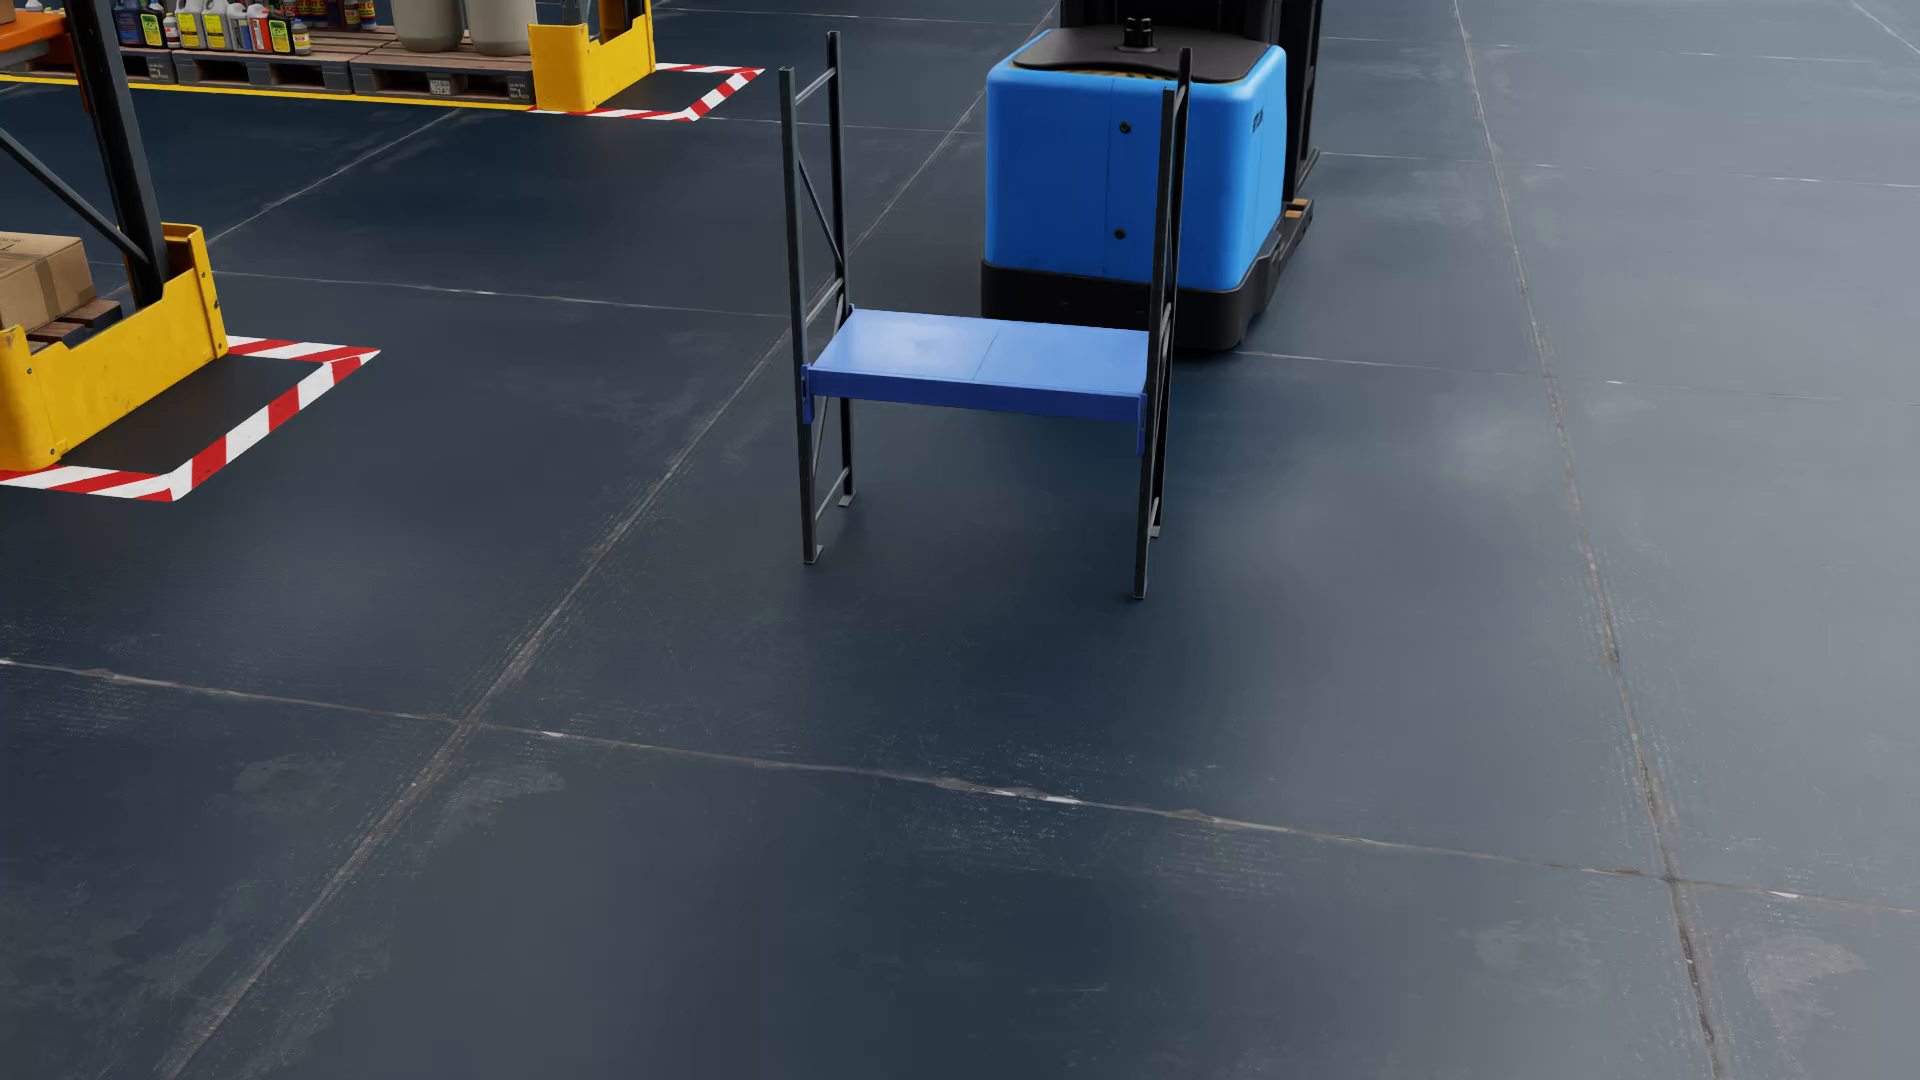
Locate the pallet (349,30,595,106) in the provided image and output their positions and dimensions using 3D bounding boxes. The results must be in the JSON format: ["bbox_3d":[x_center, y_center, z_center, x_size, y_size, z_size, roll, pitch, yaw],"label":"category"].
[{"bbox_3d":[-3.054,-3.006,10.521,1.213,0.211,1.003,6,29,11],"label":"pallet"}]

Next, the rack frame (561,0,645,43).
[{"bbox_3d":[-2.177,-4.160,9.724,0.127,3.000,1.000,6,29,11],"label":"rack frame"}]

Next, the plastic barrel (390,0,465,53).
[{"bbox_3d":[-3.327,-3.333,10.368,0.421,0.512,0.421,0,29,0],"label":"plastic barrel"}]

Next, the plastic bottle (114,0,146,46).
[{"bbox_3d":[-5.201,-3.297,10.449,0.185,0.351,0.144,5,29,8],"label":"plastic bottle"}]

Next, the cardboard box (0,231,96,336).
[{"bbox_3d":[-3.693,-0.970,6.325,0.500,0.250,0.500,6,29,11],"label":"cardboard box"}]

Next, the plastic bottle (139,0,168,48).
[{"bbox_3d":[-5.049,-3.231,10.399,0.133,0.283,0.061,7,30,13],"label":"plastic bottle"}]

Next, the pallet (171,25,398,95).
[{"bbox_3d":[-4.244,-3.129,10.746,1.213,0.211,1.003,6,29,11],"label":"pallet"}]

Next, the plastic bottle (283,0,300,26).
[{"bbox_3d":[-4.415,-3.508,10.989,0.097,0.201,0.097,0,29,0],"label":"plastic bottle"}]

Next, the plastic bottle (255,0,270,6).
[{"bbox_3d":[-4.616,-3.528,11.027,0.097,0.201,0.097,0,29,0],"label":"plastic bottle"}]

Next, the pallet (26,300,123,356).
[{"bbox_3d":[-3.972,-0.668,6.250,1.213,0.211,1.003,6,29,11],"label":"pallet"}]

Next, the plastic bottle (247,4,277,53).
[{"bbox_3d":[-4.305,-3.174,10.303,0.135,0.276,0.152,6,29,11],"label":"plastic bottle"}]

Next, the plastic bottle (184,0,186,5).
[{"bbox_3d":[-5.211,-3.643,11.082,0.185,0.351,0.144,4,29,8],"label":"plastic bottle"}]

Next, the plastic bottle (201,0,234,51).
[{"bbox_3d":[-4.604,-3.236,10.337,0.185,0.351,0.144,7,29,13],"label":"plastic bottle"}]

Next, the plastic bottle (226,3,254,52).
[{"bbox_3d":[-4.441,-3.188,10.328,0.135,0.276,0.152,5,29,9],"label":"plastic bottle"}]

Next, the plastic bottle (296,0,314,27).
[{"bbox_3d":[-4.318,-3.528,10.954,0.097,0.271,0.097,0,29,0],"label":"plastic bottle"}]

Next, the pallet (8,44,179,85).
[{"bbox_3d":[-5.441,-3.251,10.968,1.213,0.211,1.003,6,29,11],"label":"pallet"}]

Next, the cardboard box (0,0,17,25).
[{"bbox_3d":[-3.669,-1.931,5.549,0.500,0.500,0.700,6,29,11],"label":"cardboard box"}]

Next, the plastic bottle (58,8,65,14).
[{"bbox_3d":[-5.670,-3.268,10.552,0.097,0.201,0.097,0,29,0],"label":"plastic bottle"}]

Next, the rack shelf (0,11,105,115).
[{"bbox_3d":[-5.171,-1.719,6.015,4.000,0.370,1.077,6,29,11],"label":"rack shelf"}]

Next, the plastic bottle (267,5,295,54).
[{"bbox_3d":[-4.183,-3.143,10.237,0.133,0.283,0.061,7,29,12],"label":"plastic bottle"}]

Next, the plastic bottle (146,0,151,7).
[{"bbox_3d":[-5.429,-3.595,10.993,0.185,0.351,0.144,6,29,11],"label":"plastic bottle"}]

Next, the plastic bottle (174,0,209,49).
[{"bbox_3d":[-4.786,-3.254,10.371,0.185,0.351,0.144,6,29,10],"label":"plastic bottle"}]

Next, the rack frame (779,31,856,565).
[{"bbox_3d":[-0.414,-0.700,4.967,0.032,1.500,0.500,6,29,11],"label":"rack frame"}]

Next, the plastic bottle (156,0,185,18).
[{"bbox_3d":[-5.217,-3.539,10.968,0.135,0.276,0.152,6,29,11],"label":"plastic bottle"}]

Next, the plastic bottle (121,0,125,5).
[{"bbox_3d":[-5.356,-3.384,10.607,0.185,0.351,0.144,6,29,11],"label":"plastic bottle"}]

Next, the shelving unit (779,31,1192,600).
[{"bbox_3d":[0.083,-0.649,4.874,1.048,1.500,0.538,6,29,11],"label":"shelving unit"}]

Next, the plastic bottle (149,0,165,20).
[{"bbox_3d":[-5.050,-3.265,10.473,0.097,0.271,0.097,0,29,0],"label":"plastic bottle"}]

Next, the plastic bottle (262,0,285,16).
[{"bbox_3d":[-4.284,-3.228,10.393,0.133,0.283,0.061,6,29,11],"label":"plastic bottle"}]

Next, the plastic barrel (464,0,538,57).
[{"bbox_3d":[-2.836,-3.283,10.276,0.421,0.512,0.421,0,29,0],"label":"plastic barrel"}]

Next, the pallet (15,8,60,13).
[{"bbox_3d":[-6.865,-3.398,11.237,1.213,0.211,1.003,6,29,11],"label":"pallet"}]

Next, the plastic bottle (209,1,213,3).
[{"bbox_3d":[-4.891,-3.531,10.946,0.133,0.283,0.061,6,29,11],"label":"plastic bottle"}]

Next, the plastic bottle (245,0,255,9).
[{"bbox_3d":[-4.737,-3.560,11.007,0.135,0.276,0.152,6,29,11],"label":"plastic bottle"}]

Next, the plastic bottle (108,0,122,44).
[{"bbox_3d":[-5.386,-3.316,10.484,0.185,0.351,0.144,7,29,12],"label":"plastic bottle"}]

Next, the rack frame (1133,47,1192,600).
[{"bbox_3d":[0.581,-0.598,4.781,0.032,1.500,0.500,6,29,11],"label":"rack frame"}]

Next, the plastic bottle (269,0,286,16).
[{"bbox_3d":[-4.516,-3.549,10.992,0.097,0.271,0.097,0,29,0],"label":"plastic bottle"}]

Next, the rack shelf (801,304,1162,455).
[{"bbox_3d":[0.083,-0.492,4.961,1.000,0.185,0.538,6,29,11],"label":"rack shelf"}]

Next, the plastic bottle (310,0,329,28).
[{"bbox_3d":[-4.220,-3.518,10.936,0.097,0.271,0.097,0,29,0],"label":"plastic bottle"}]

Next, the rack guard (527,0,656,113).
[{"bbox_3d":[-2.261,-3.049,10.298,0.348,0.500,1.175,6,29,11],"label":"rack guard"}]

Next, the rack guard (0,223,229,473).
[{"bbox_3d":[-3.191,-0.735,6.072,0.348,0.500,1.175,6,29,11],"label":"rack guard"}]

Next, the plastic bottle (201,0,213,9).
[{"bbox_3d":[-4.779,-3.294,10.521,0.135,0.276,0.152,6,29,11],"label":"plastic bottle"}]

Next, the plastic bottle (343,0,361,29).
[{"bbox_3d":[-3.986,-3.464,10.909,0.097,0.201,0.097,0,29,0],"label":"plastic bottle"}]

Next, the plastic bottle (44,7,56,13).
[{"bbox_3d":[-5.769,-3.278,10.570,0.097,0.201,0.097,0,29,0],"label":"plastic bottle"}]

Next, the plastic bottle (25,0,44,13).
[{"bbox_3d":[-5.869,-3.319,10.572,0.097,0.271,0.097,0,29,0],"label":"plastic bottle"}]

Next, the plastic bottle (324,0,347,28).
[{"bbox_3d":[-4.102,-3.521,10.928,0.133,0.283,0.061,6,29,11],"label":"plastic bottle"}]

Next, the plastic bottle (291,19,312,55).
[{"bbox_3d":[-4.064,-3.104,10.251,0.097,0.201,0.097,0,29,0],"label":"plastic bottle"}]

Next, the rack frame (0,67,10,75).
[{"bbox_3d":[-6.089,-4.561,10.457,0.127,3.000,1.000,6,29,11],"label":"rack frame"}]

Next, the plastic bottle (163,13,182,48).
[{"bbox_3d":[-4.929,-3.192,10.413,0.097,0.201,0.097,0,29,0],"label":"plastic bottle"}]

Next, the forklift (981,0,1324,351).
[{"bbox_3d":[1.049,-2.711,7.149,1.130,2.935,3.031,9,30,17],"label":"forklift"}]

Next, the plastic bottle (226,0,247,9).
[{"bbox_3d":[-4.759,-3.513,10.914,0.133,0.283,0.061,6,29,11],"label":"plastic bottle"}]

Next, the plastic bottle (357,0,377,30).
[{"bbox_3d":[-3.885,-3.484,10.873,0.097,0.271,0.097,0,29,0],"label":"plastic bottle"}]

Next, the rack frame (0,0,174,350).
[{"bbox_3d":[-3.215,-1.834,5.476,0.127,3.000,1.000,6,29,11],"label":"rack frame"}]
